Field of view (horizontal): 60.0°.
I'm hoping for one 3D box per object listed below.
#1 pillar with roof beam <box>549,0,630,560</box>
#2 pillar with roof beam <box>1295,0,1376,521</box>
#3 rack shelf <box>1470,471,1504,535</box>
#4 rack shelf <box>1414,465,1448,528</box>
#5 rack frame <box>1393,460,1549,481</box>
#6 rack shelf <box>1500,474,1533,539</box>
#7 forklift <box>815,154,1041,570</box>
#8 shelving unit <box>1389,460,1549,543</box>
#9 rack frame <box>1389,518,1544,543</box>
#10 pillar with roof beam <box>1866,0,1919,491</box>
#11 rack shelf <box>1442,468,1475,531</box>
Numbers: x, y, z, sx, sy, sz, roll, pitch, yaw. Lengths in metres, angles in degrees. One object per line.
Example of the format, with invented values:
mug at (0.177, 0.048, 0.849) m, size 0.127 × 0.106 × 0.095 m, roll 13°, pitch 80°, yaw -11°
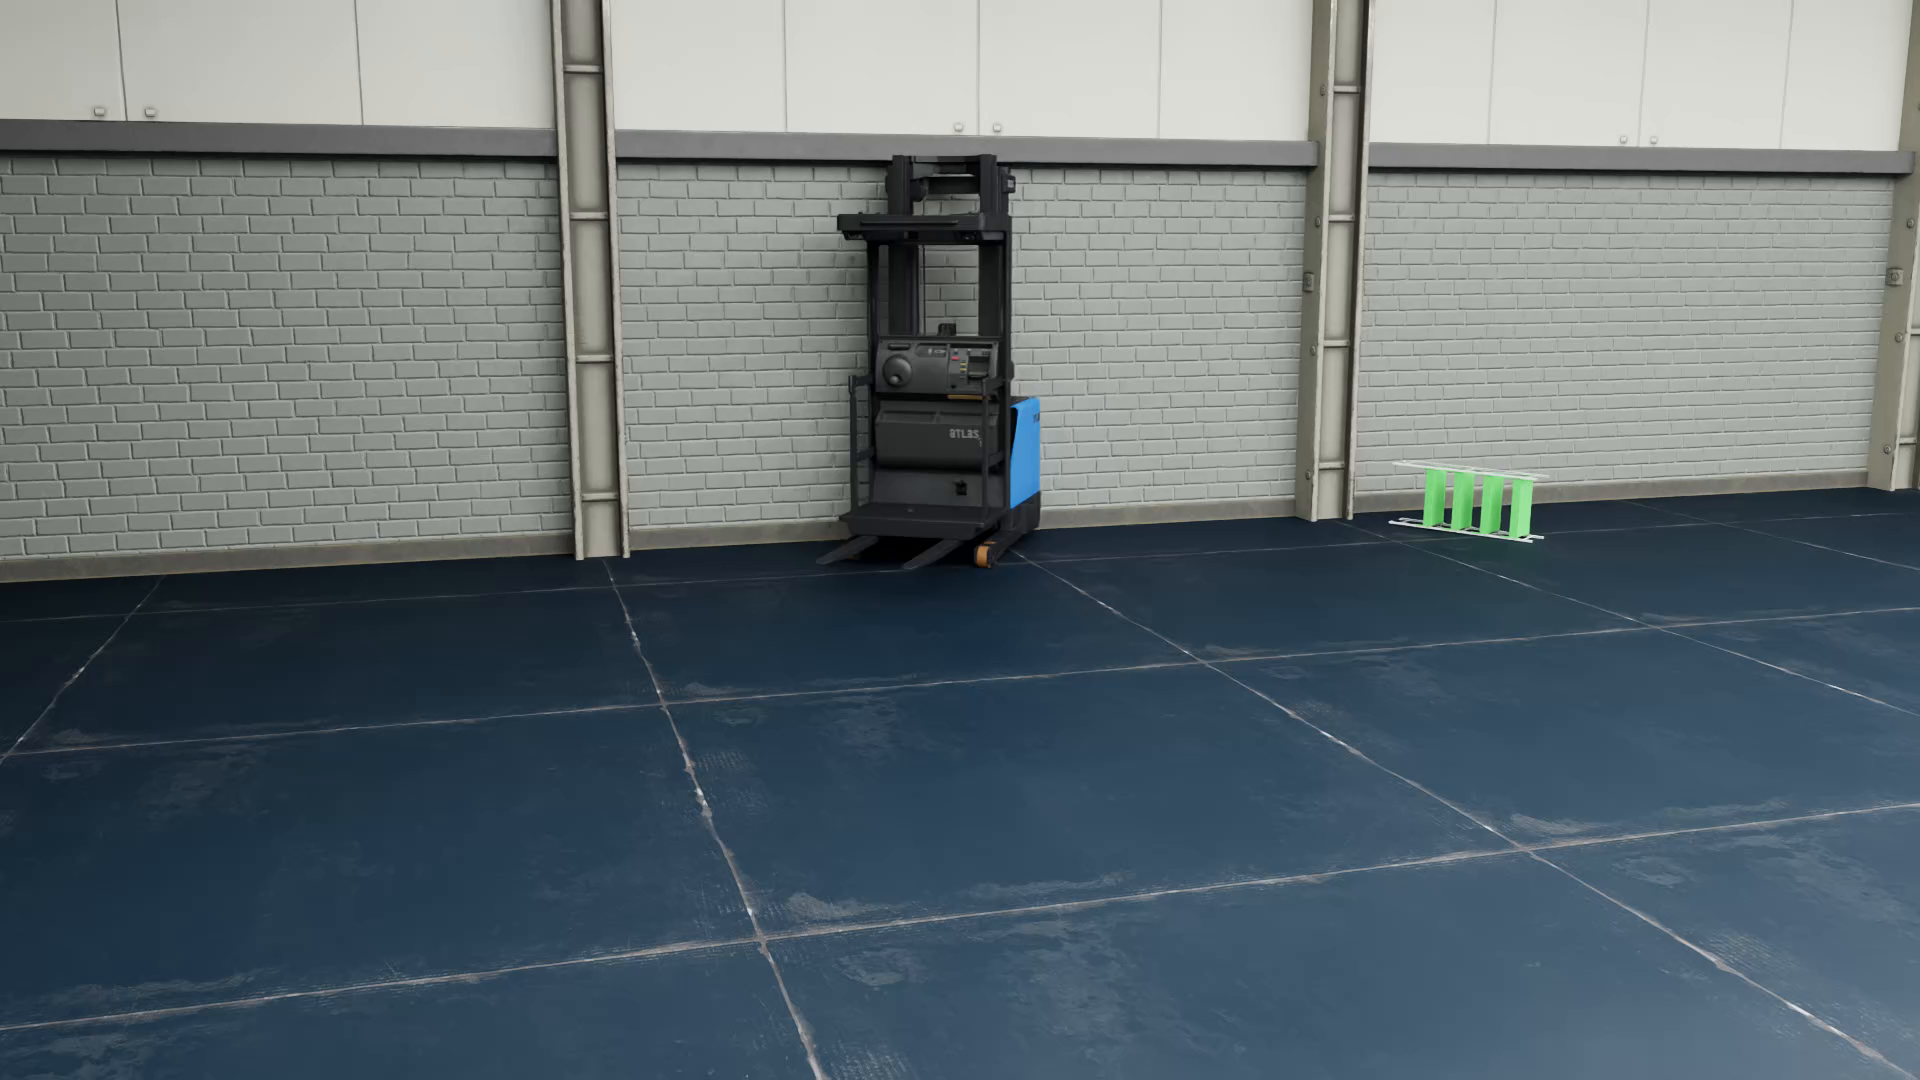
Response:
pillar with roof beam at (-1.479, -3.566, 7.561) m, size 0.400 × 9.000 × 9.100 m, roll -3°, pitch 11°, yaw -16°
pillar with roof beam at (4.282, -3.869, 9.210) m, size 0.400 × 9.000 × 9.100 m, roll -3°, pitch 11°, yaw -16°
rack shelf at (4.204, -0.299, 13.240) m, size 0.148 × 0.480 × 0.258 m, roll 10°, pitch 14°, yaw 40°
rack shelf at (3.840, -0.363, 13.546) m, size 0.148 × 0.480 × 0.258 m, roll 10°, pitch 14°, yaw 40°
rack frame at (4.073, -0.562, 13.306) m, size 1.200 × 0.015 × 0.240 m, roll 10°, pitch 14°, yaw 40°
rack shelf at (4.386, -0.267, 13.087) m, size 0.148 × 0.480 × 0.258 m, roll 10°, pitch 14°, yaw 40°
forklift at (-0.226, -1.315, 12.096) m, size 1.130 × 2.935 × 3.031 m, roll 3°, pitch 11°, yaw 15°
shelving unit at (4.071, -0.322, 13.353) m, size 1.200 × 0.503 × 0.258 m, roll 10°, pitch 14°, yaw 40°
rack frame at (4.068, -0.083, 13.399) m, size 1.200 × 0.015 × 0.240 m, roll 10°, pitch 14°, yaw 40°
pillar with roof beam at (10.043, -4.173, 10.860) m, size 0.400 × 9.000 × 9.100 m, roll -3°, pitch 11°, yaw -16°
rack shelf at (4.022, -0.331, 13.393) m, size 0.148 × 0.480 × 0.258 m, roll 10°, pitch 14°, yaw 40°
